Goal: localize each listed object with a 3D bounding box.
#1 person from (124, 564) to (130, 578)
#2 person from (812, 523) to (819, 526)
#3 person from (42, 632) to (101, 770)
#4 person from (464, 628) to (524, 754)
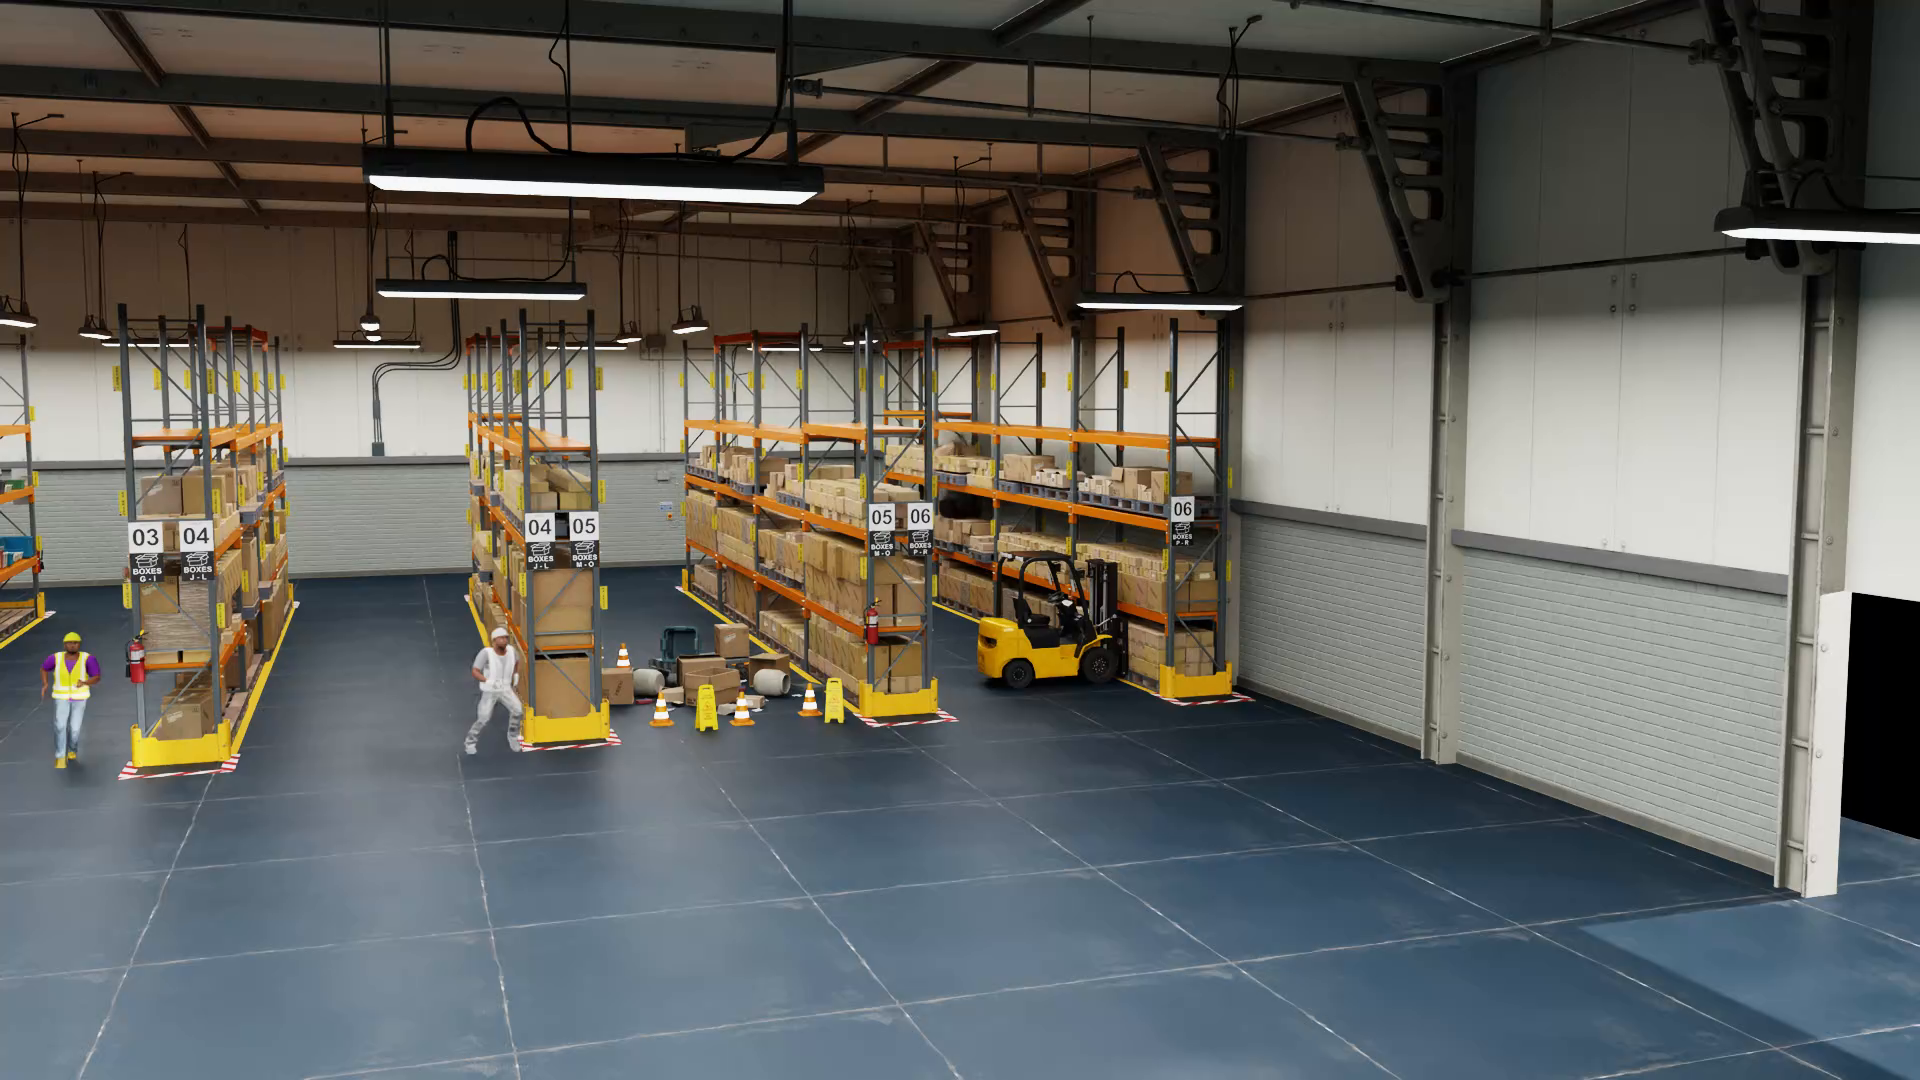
[{"bbox_3d":[-16.591,1.010,33.826,0.694,1.593,0.821,-3,6,-31],"label":"person"},{"bbox_3d":[-3.343,0.273,38.607,0.579,1.666,0.885,-2,6,-22],"label":"person"},{"bbox_3d":[-11.609,2.099,21.767,0.668,1.817,0.680,-3,6,-28],"label":"person"},{"bbox_3d":[-6.227,2.028,22.423,0.677,1.713,0.815,5,7,42],"label":"person"}]
